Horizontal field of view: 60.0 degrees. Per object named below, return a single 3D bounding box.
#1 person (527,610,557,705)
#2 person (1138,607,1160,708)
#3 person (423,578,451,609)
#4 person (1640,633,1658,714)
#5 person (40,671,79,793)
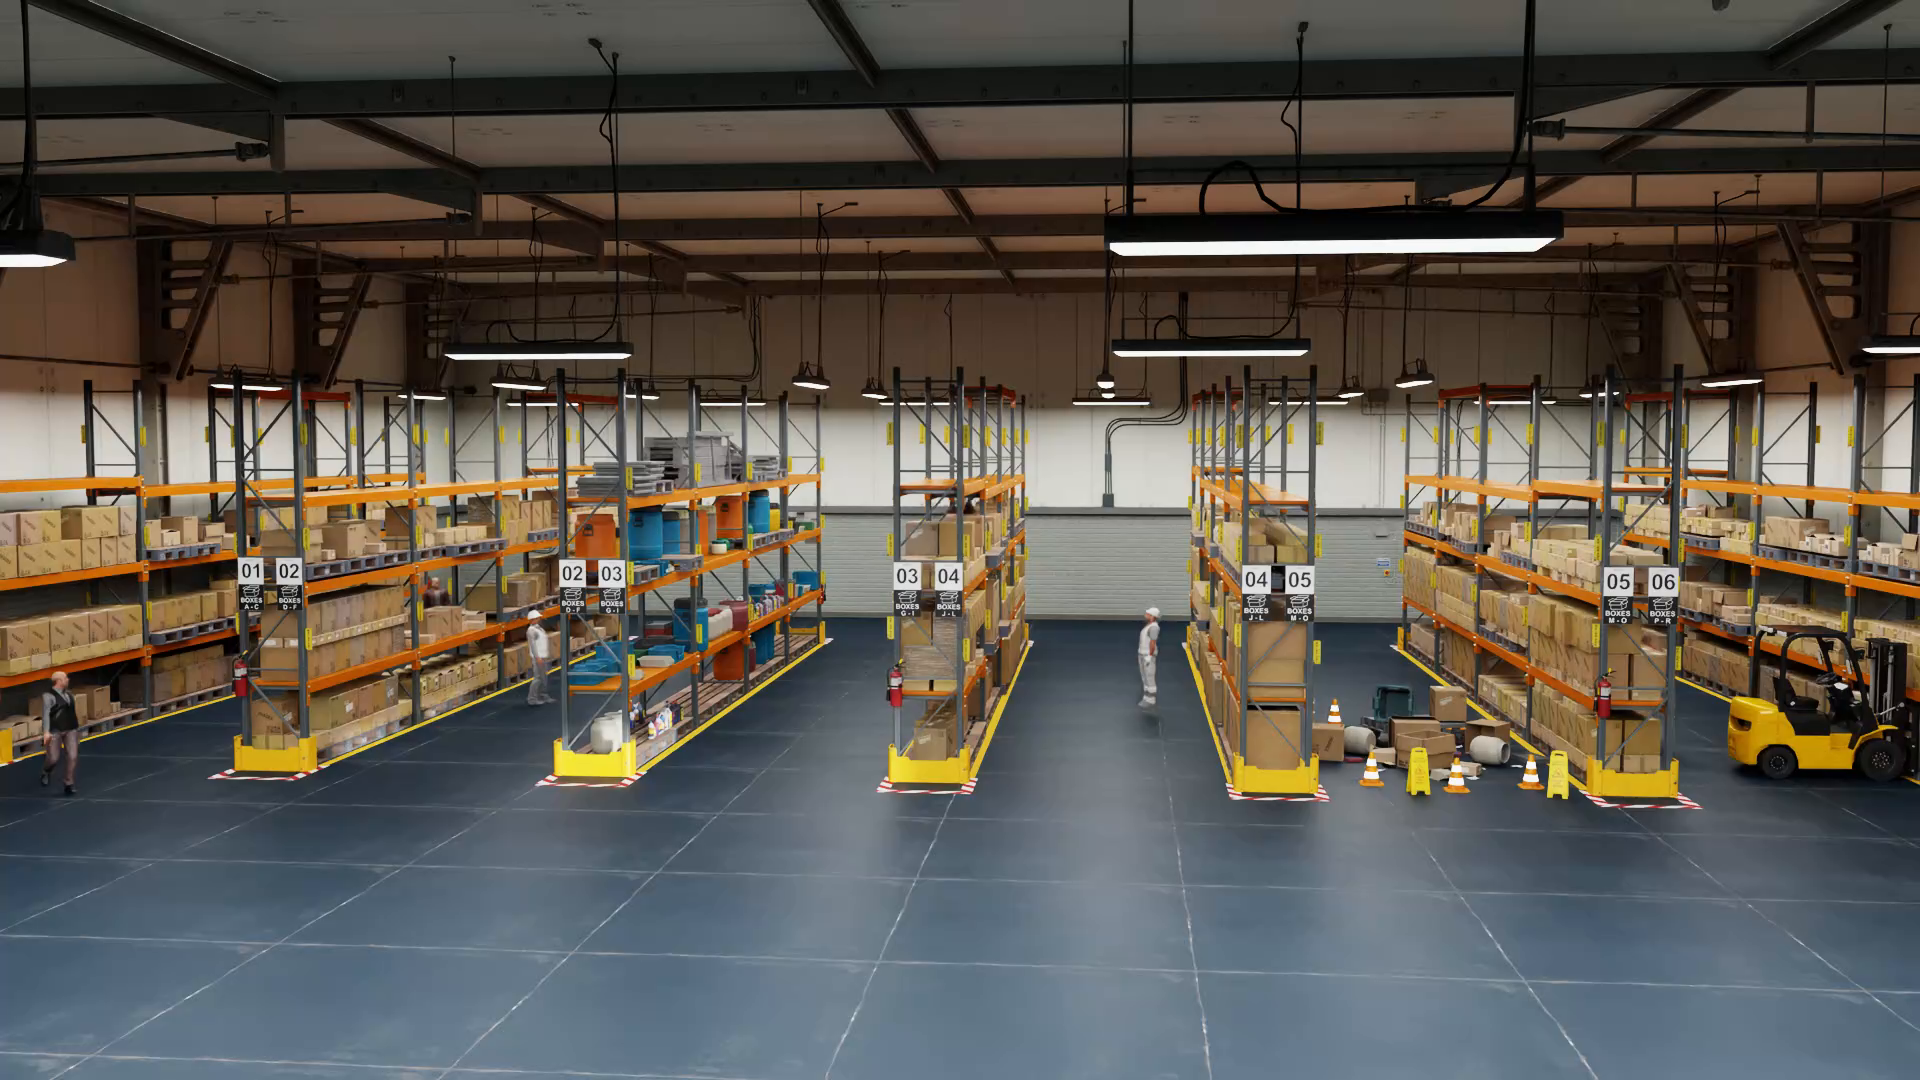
[{"bbox_3d":[-7.830,2.195,31.107,0.556,1.775,0.548,-1,4,-16],"label":"person"},{"bbox_3d":[3.373,2.101,30.076,0.497,1.781,0.568,-1,4,-20],"label":"person"},{"bbox_3d":[-12.104,1.735,38.489,0.726,1.727,1.129,0,4,-2],"label":"person"},{"bbox_3d":[11.380,2.423,27.715,0.617,1.765,0.687,0,4,3],"label":"person"},{"bbox_3d":[-12.654,2.688,23.348,0.622,1.704,0.527,3,5,42],"label":"person"}]
